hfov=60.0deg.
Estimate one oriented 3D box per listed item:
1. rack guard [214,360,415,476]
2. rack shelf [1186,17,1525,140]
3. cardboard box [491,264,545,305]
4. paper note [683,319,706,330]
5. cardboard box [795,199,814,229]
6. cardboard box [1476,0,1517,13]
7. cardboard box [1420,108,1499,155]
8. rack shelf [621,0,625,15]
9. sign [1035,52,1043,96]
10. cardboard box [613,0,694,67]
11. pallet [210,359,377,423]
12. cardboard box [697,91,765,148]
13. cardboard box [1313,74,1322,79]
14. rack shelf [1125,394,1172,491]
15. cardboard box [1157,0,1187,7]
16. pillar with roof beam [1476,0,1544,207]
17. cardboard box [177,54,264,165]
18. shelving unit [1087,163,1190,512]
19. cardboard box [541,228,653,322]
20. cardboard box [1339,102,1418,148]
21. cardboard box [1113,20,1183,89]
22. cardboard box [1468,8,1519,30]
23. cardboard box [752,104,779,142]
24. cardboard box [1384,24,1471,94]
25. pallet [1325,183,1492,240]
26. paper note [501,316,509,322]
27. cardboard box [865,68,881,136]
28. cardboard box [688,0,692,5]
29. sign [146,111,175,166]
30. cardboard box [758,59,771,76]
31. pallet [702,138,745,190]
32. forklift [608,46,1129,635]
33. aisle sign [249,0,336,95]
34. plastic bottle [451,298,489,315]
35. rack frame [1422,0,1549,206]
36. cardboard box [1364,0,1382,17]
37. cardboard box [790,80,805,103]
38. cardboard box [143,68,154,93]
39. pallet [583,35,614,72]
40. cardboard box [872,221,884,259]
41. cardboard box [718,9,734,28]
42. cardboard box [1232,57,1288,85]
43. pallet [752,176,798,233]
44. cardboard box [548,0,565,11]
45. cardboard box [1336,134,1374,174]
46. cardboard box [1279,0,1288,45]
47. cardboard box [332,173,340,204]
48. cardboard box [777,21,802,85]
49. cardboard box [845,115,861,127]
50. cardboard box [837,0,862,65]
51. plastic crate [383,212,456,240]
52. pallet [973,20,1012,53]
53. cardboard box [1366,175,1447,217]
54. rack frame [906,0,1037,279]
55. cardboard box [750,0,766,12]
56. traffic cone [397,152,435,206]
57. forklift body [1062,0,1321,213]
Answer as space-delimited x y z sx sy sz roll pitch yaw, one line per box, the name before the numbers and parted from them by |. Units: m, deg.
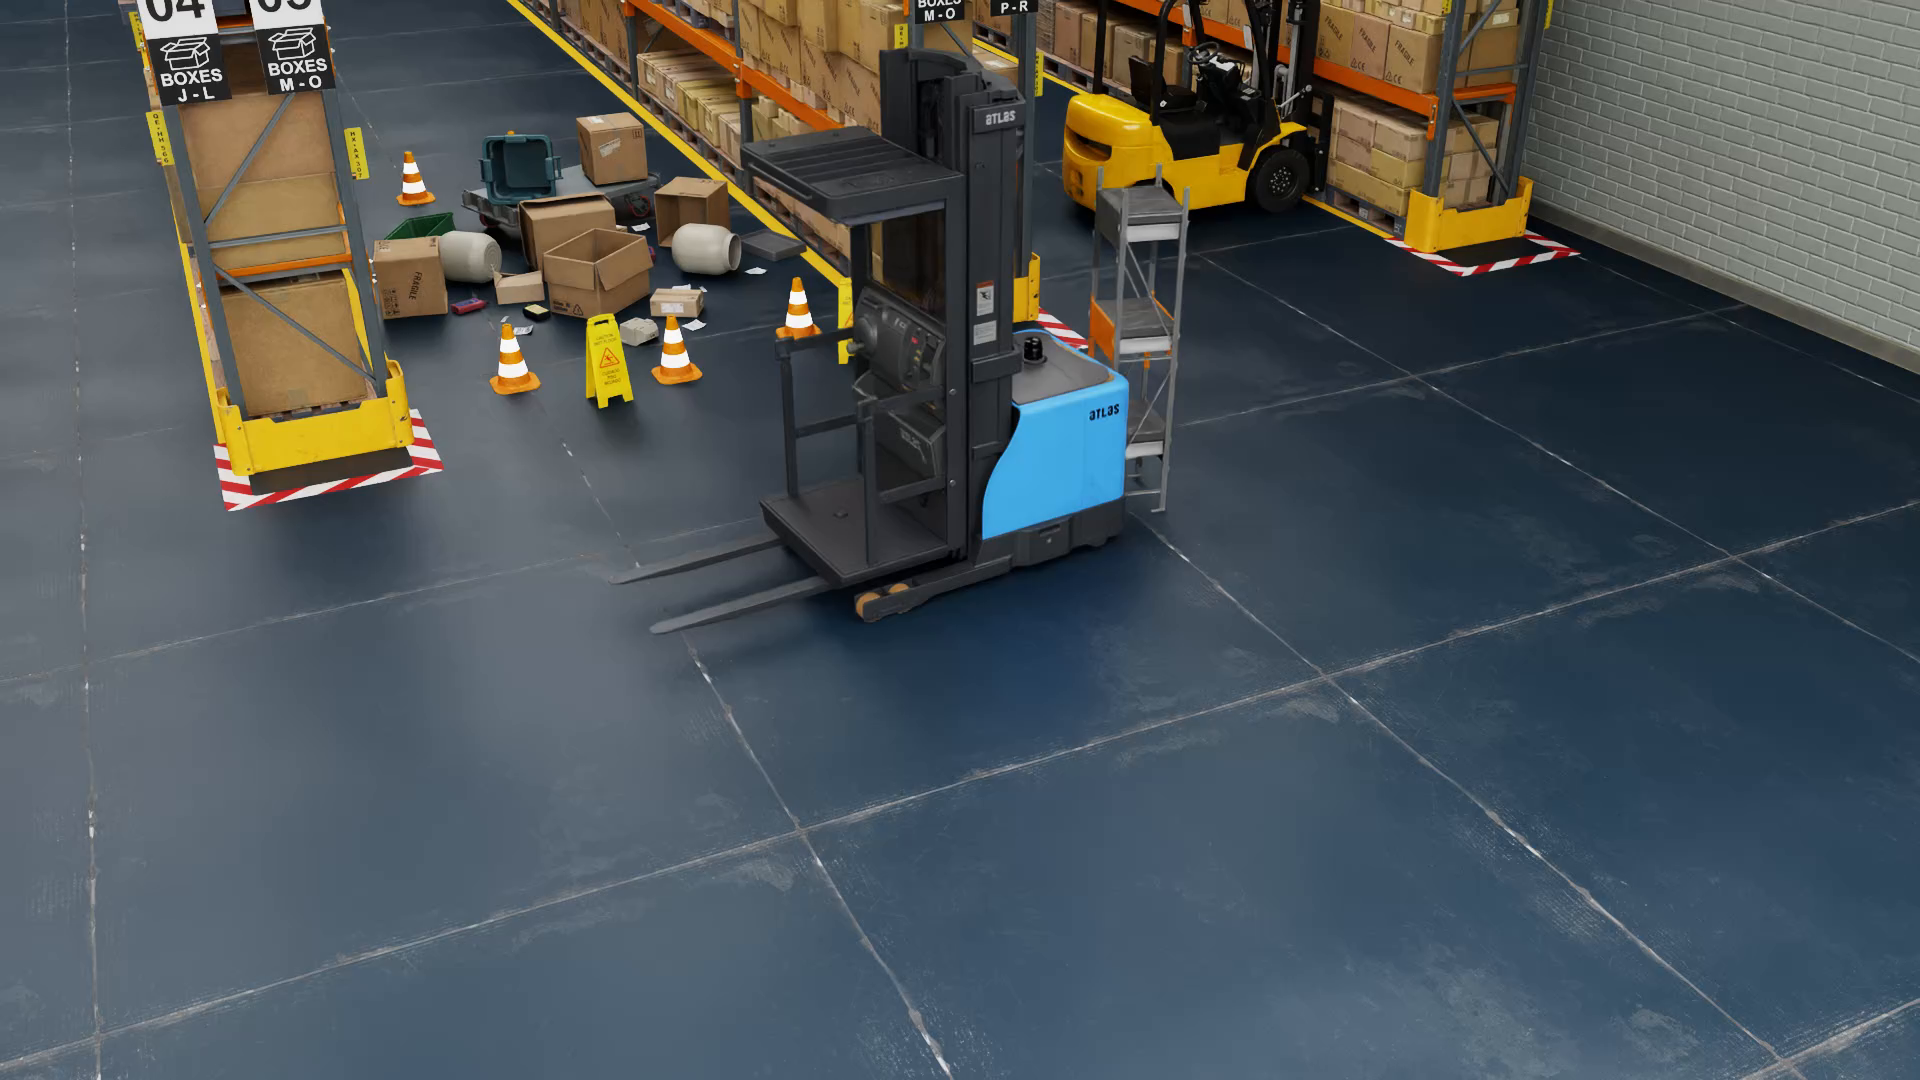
rack guard | -4.328 -0.828 11.188 1.175 0.500 0.348 -13 32 -22
rack shelf | 3.712 -4.626 16.141 1.077 0.370 4.000 -13 32 -22
cardboard box | -3.654 -2.130 13.751 0.396 0.266 0.258 -8 30 -13
paper note | -2.115 -1.717 13.254 0.142 0.019 0.148 26 38 38
cardboard box | -1.149 -2.979 14.850 0.500 0.250 0.500 -14 32 -23
cardboard box | 4.619 -4.706 14.479 0.380 0.149 0.250 -14 32 -23
cardboard box | 4.535 -3.728 15.165 0.500 0.250 0.500 -14 32 -23
rack shelf | -4.204 -7.116 20.582 1.077 0.370 4.000 -13 32 -22
sign | 0.579 -3.504 12.520 0.100 0.325 0.005 -13 32 -22
cardboard box | -3.567 -6.125 19.823 0.875 0.875 0.875 -13 32 -22
pallet | -4.752 -1.049 11.878 1.003 0.211 1.213 -13 32 -22
cardboard box | -2.167 -4.364 17.197 0.950 0.372 0.625 -11 31 -19
cardboard box | 3.675 -4.620 16.754 0.500 0.250 0.500 -13 32 -22
rack shelf | 1.052 -0.579 10.564 0.431 0.518 0.480 -6 30 -11
cardboard box | 2.401 -5.926 17.877 0.500 0.250 0.500 -12 32 -21
pillar with roof beam | 1.197 -6.266 12.197 9.100 9.000 0.400 -13 32 -22
cardboard box | -4.782 -2.861 11.000 0.875 0.550 0.550 -13 32 -22
shelving unit | 1.059 -1.202 10.216 0.431 2.100 0.503 -6 30 -11
cardboard box | -2.952 -2.168 13.575 0.637 0.503 0.797 13 32 21
cardboard box | 3.867 -3.839 15.361 0.500 0.250 0.500 -12 32 -21
cardboard box | 2.293 -5.543 19.040 0.875 0.625 0.625 -13 32 -22
cardboard box | 4.659 -4.587 14.571 0.380 0.149 0.250 -14 32 -23
cardboard box | -1.619 -3.773 15.500 0.500 0.500 0.500 -12 31 -20
cardboard box | 4.122 -4.262 14.655 0.500 0.500 0.500 -14 32 -23
pallet | 4.204 -3.169 15.659 1.003 0.211 1.213 -13 32 -22
paper note | -3.665 -1.778 13.383 0.032 0.001 0.123 2 29 4
cardboard box | -0.393 -3.368 12.756 0.500 0.500 0.500 -14 32 -23
cardboard box | -2.523 -5.476 16.749 0.380 0.149 0.250 -13 32 -22
sign | -4.834 -2.429 10.062 0.100 0.325 0.005 -13 32 -22
cardboard box | -1.627 -4.363 15.193 0.380 0.149 0.250 -12 31 -21
pallet | -1.964 -3.907 16.974 1.003 0.211 1.213 -13 32 -22
forklift | -0.521 -1.107 9.200 3.031 2.935 1.130 -17 33 -27
aisle sign | -4.037 -3.094 10.016 0.394 0.787 0.004 -13 32 -22
plastic bottle | -3.997 -1.917 13.579 0.133 0.061 0.283 26 38 38
rack frame | 4.570 -4.056 14.390 1.000 3.000 0.127 -13 32 -22
cardboard box | 3.880 -4.823 14.992 0.380 0.149 0.250 -13 32 -22
cardboard box | -1.242 -3.896 14.361 0.380 0.149 0.250 -13 32 -22
cardboard box | -7.593 -4.376 16.831 1.050 0.750 0.750 -14 32 -23
pallet | -4.136 -6.232 21.121 1.003 0.211 1.213 -13 32 -22
cardboard box | -0.490 -2.623 13.448 0.500 0.500 0.500 -13 32 -22
cardboard box | -2.098 -5.022 15.940 0.380 0.149 0.250 -13 32 -21
cardboard box | 2.988 -4.736 16.961 0.500 0.250 0.500 -13 32 -22
pallet | -1.308 -3.274 15.846 1.003 0.211 1.213 -13 32 -22
cardboard box | -5.235 -7.679 23.040 0.875 0.438 0.875 -14 32 -23
cardboard box | 3.874 -3.631 15.503 0.500 0.250 0.500 -13 32 -22
cardboard box | 3.265 -5.166 16.267 0.500 0.500 0.500 -13 32 -22
cardboard box | -4.921 -2.660 11.747 0.875 0.550 0.550 -13 32 -22
cardboard box | -1.251 -4.259 14.344 0.500 0.500 0.500 -13 32 -22
cardboard box | -0.702 -3.337 13.364 0.380 0.149 0.250 -13 32 -21
cardboard box | -0.538 -4.027 12.909 0.700 0.500 0.500 -13 32 -22
plastic crate | -4.798 -2.692 14.774 0.450 0.188 0.662 -7 28 9
pallet | 0.850 -6.712 21.976 1.003 0.211 1.213 -13 32 -22
cardboard box | 4.083 -3.181 15.212 0.500 0.250 0.500 -13 32 -22
rack frame | 0.089 -3.013 12.528 1.000 3.000 0.127 -13 32 -22
cardboard box | -1.436 -4.919 14.499 0.700 0.500 0.500 -13 32 -22
traffic cone | -5.267 -3.498 15.989 0.336 0.463 0.334 -13 32 -22
forklift body | 2.109 -4.141 15.408 2.313 2.155 1.214 -13 32 -22
